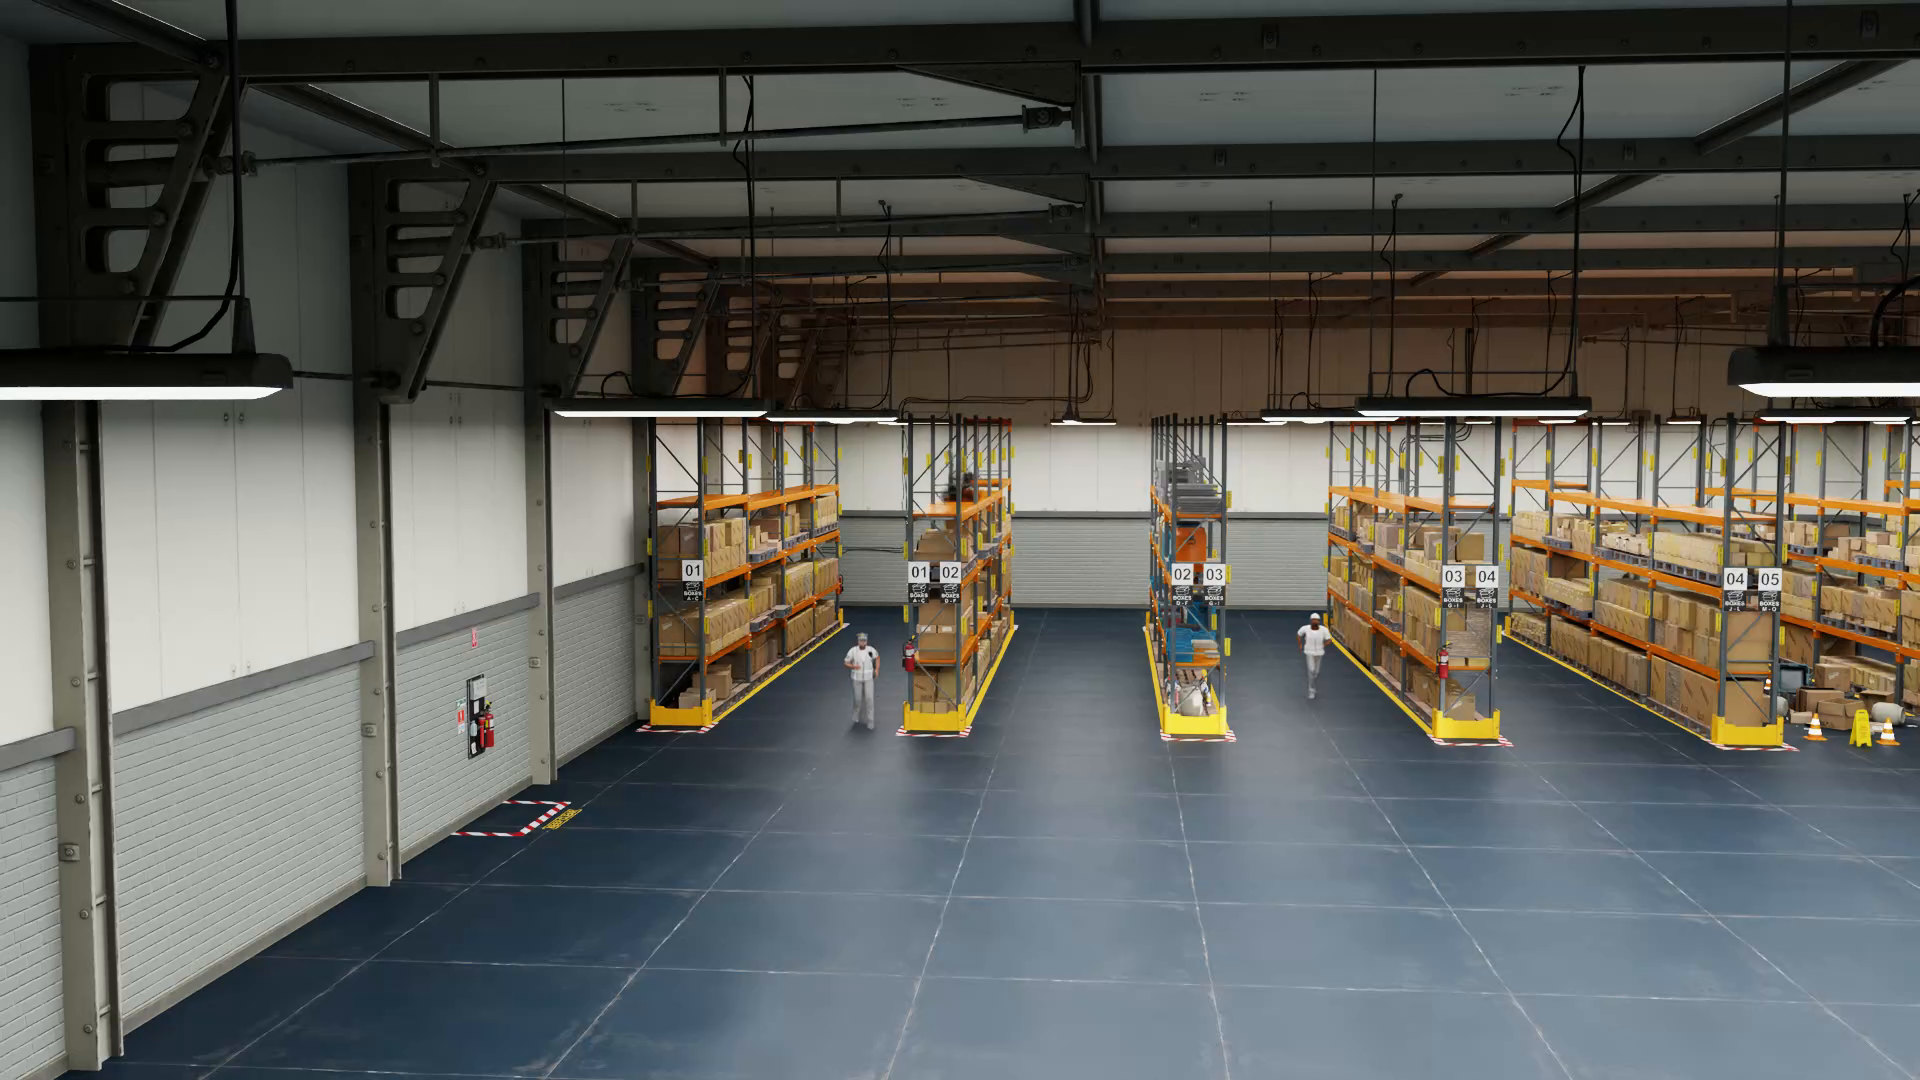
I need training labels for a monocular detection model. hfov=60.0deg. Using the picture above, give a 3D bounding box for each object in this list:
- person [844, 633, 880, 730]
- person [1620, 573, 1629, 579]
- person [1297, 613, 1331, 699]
[{"bbox_3d":[-1.873,2.669,31.904,0.701,1.804,0.927,-1,4,-8],"label":"person"},{"bbox_3d":[18.918,1.757,47.223,0.742,1.633,0.588,0,4,7],"label":"person"},{"bbox_3d":[7.567,2.460,35.468,0.680,1.821,0.794,0,4,-1],"label":"person"}]
